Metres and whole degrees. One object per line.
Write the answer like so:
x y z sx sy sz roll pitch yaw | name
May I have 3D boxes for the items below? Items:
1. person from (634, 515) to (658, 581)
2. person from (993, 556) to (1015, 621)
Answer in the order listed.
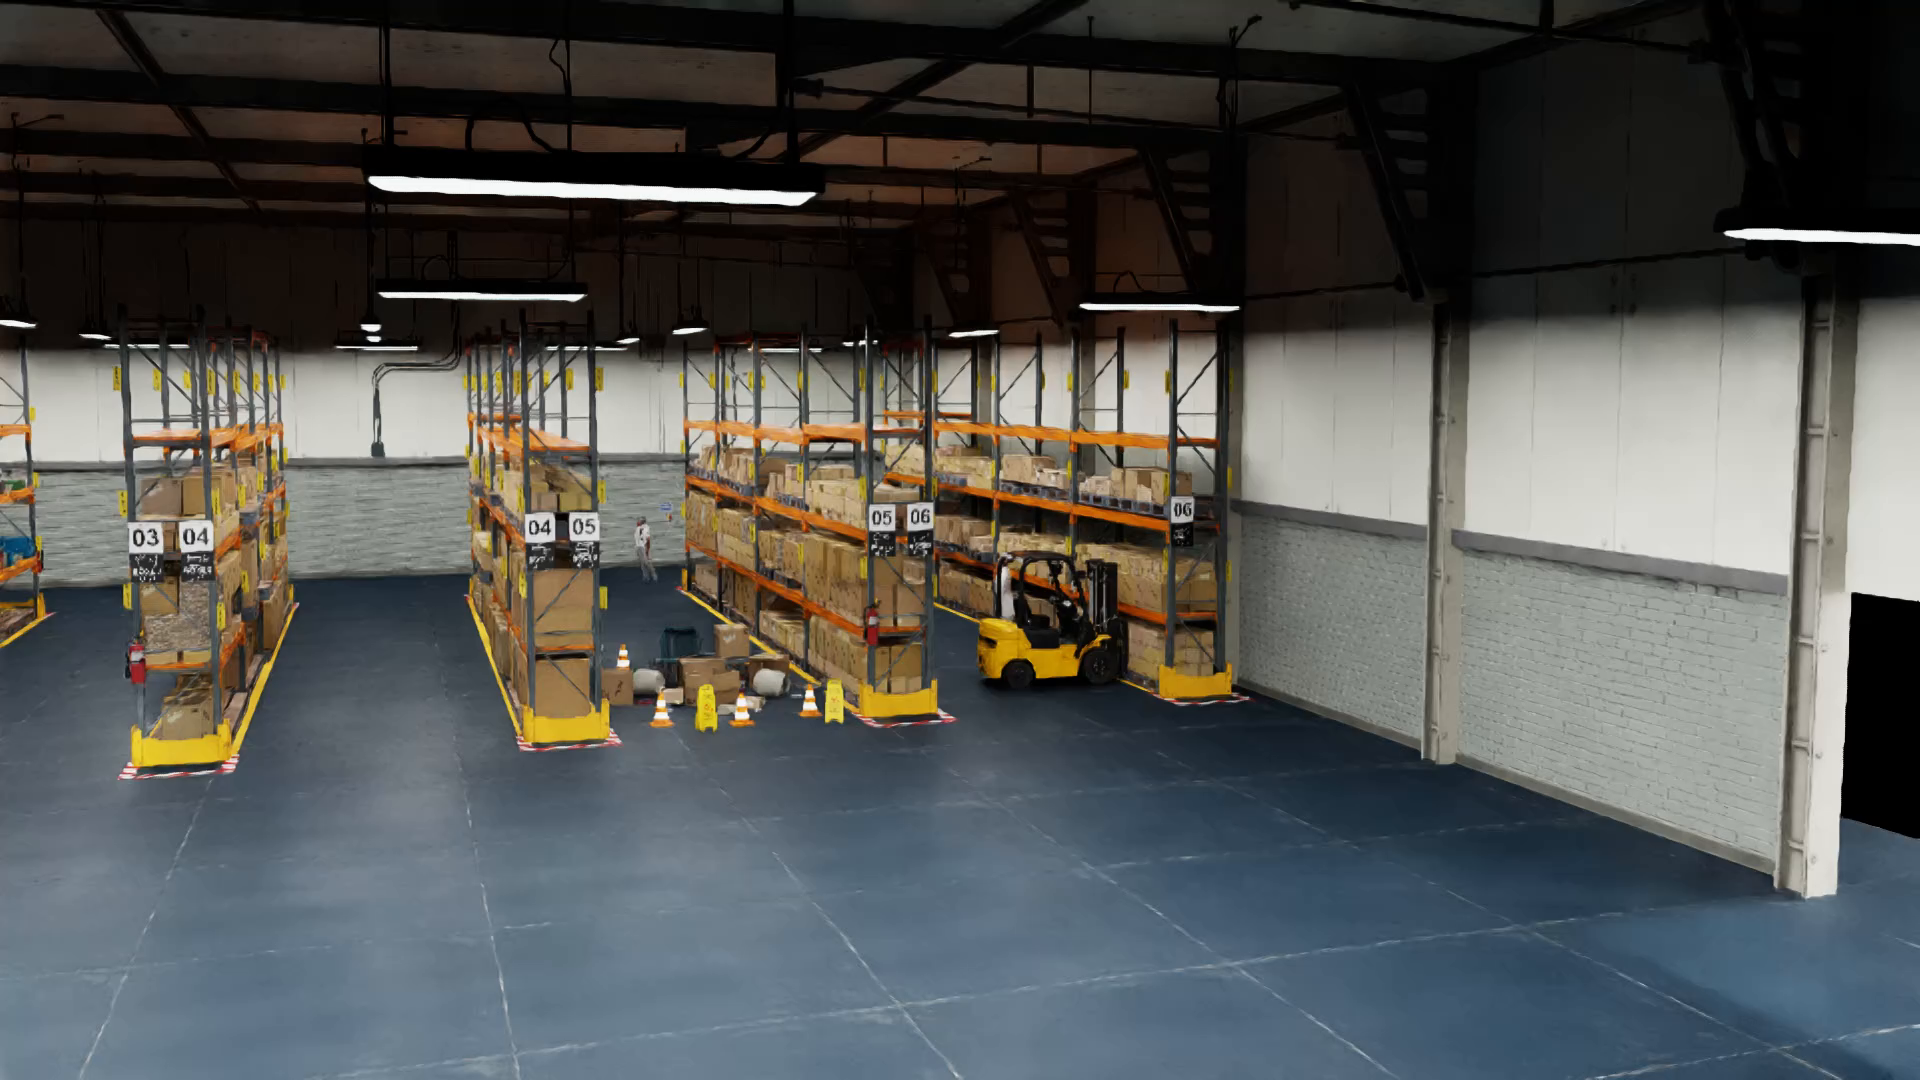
-7.903 0.208 41.761 0.612 1.654 0.421 4 7 38 | person
0.766 1.177 30.831 0.647 1.773 0.692 1 5 6 | person
